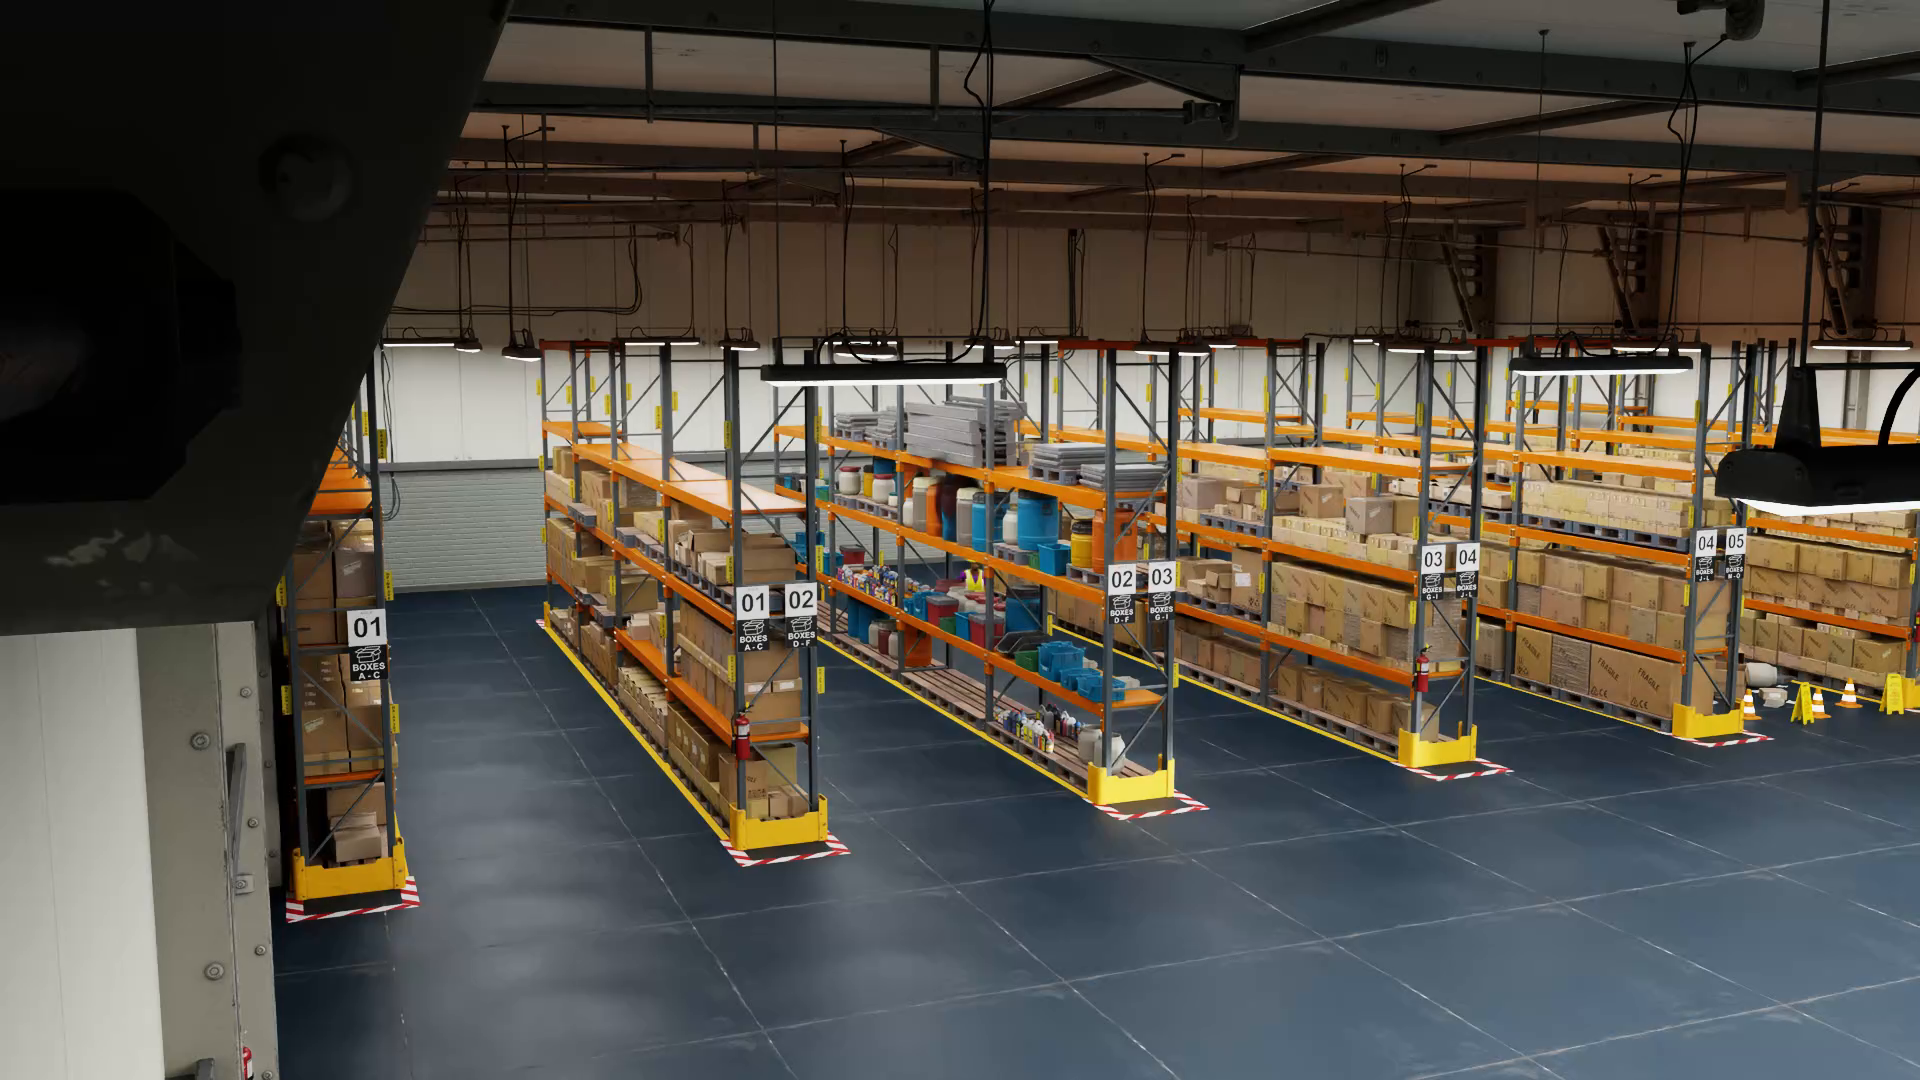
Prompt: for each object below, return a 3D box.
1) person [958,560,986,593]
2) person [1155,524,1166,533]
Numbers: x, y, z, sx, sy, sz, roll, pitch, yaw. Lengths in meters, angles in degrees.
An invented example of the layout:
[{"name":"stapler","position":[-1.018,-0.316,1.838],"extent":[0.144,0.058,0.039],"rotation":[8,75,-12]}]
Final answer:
[{"name":"person","position":[0.290,1.194,33.043],"extent":[0.639,1.749,0.994],"rotation":[-3,8,-21]},{"name":"person","position":[5.175,-0.074,42.706],"extent":[0.454,1.681,0.437],"rotation":[4,8,27]}]
